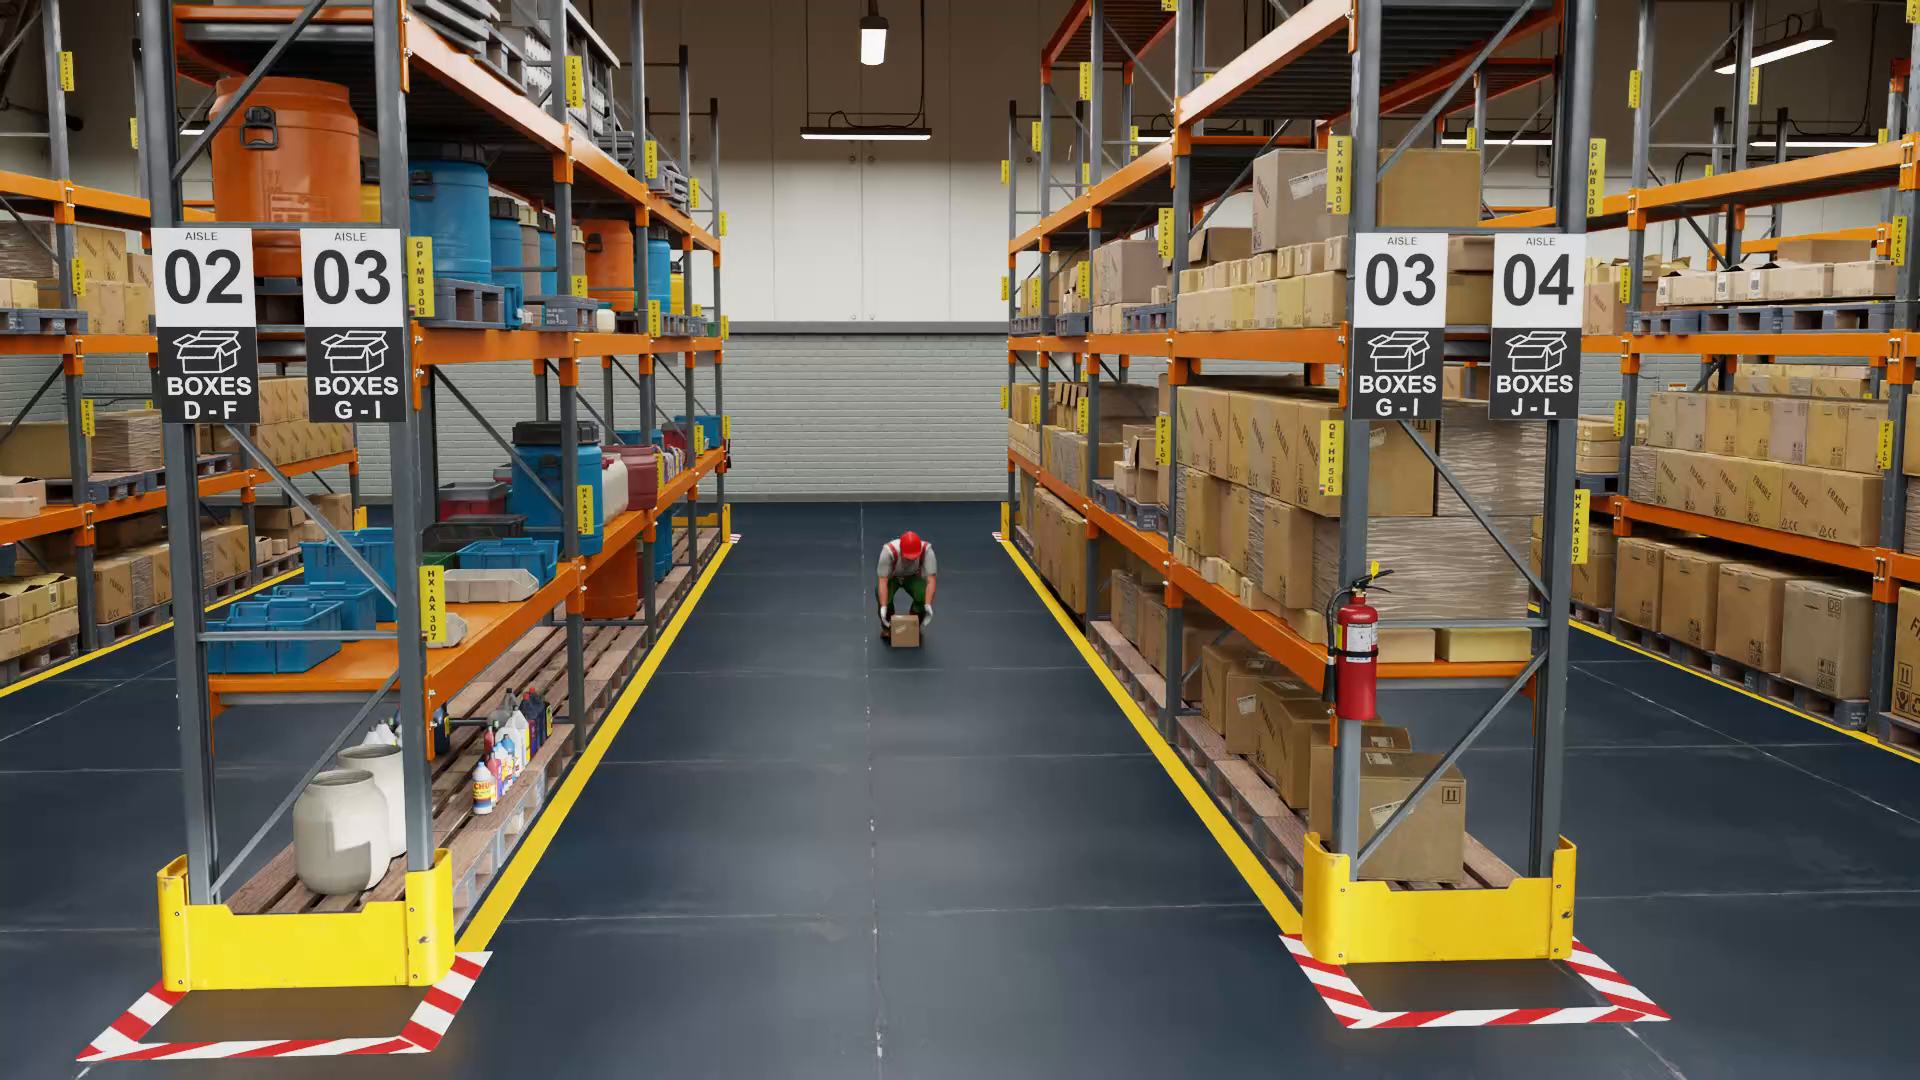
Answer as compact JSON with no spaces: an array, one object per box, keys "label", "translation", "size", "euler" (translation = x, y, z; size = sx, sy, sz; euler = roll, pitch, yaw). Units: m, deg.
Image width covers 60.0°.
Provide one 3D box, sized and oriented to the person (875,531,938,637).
[{"label":"person","translation":[-0.504,0.400,15.455],"size":[0.579,1.041,0.872],"euler":[0,7,-4]}]
